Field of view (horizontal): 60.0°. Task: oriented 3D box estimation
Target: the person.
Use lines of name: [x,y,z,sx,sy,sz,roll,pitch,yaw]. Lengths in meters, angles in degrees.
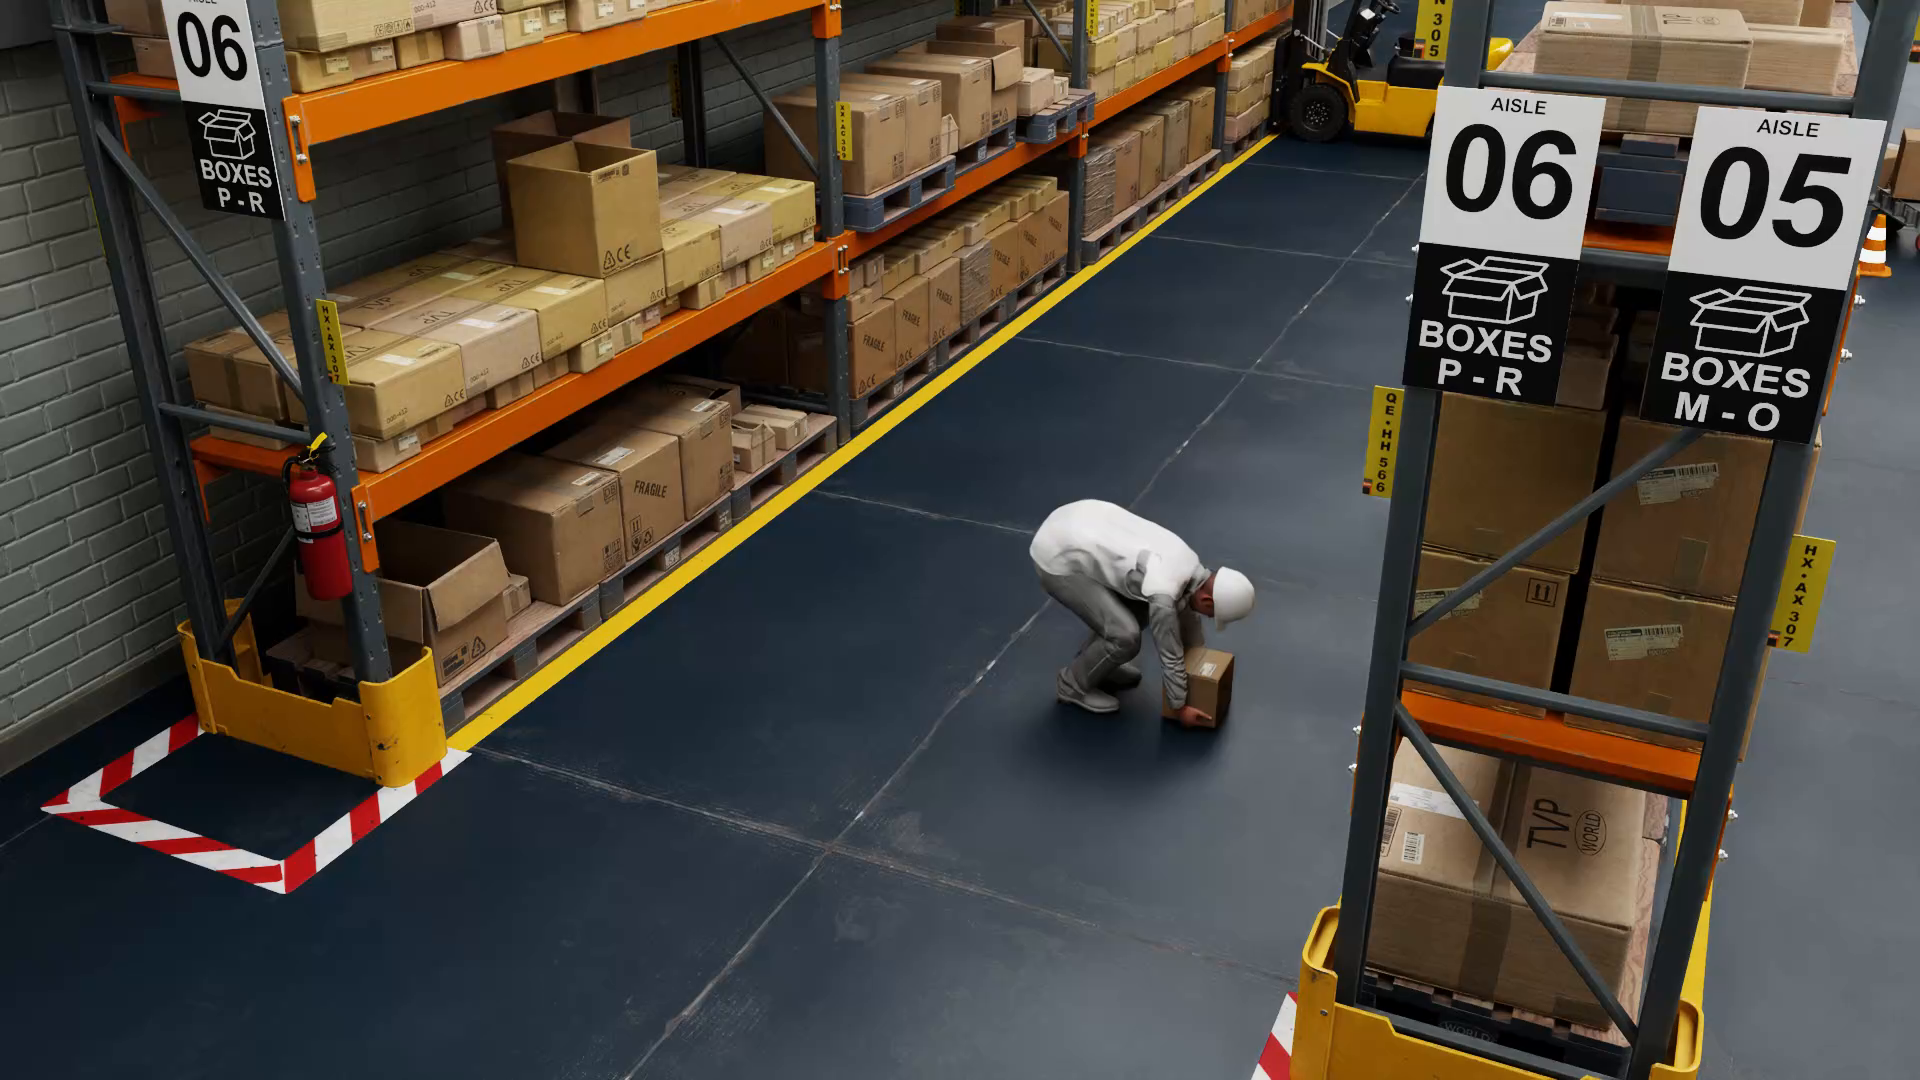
person: [0.814,0.294,7.404,0.996,0.960,0.513,10,28,19]
